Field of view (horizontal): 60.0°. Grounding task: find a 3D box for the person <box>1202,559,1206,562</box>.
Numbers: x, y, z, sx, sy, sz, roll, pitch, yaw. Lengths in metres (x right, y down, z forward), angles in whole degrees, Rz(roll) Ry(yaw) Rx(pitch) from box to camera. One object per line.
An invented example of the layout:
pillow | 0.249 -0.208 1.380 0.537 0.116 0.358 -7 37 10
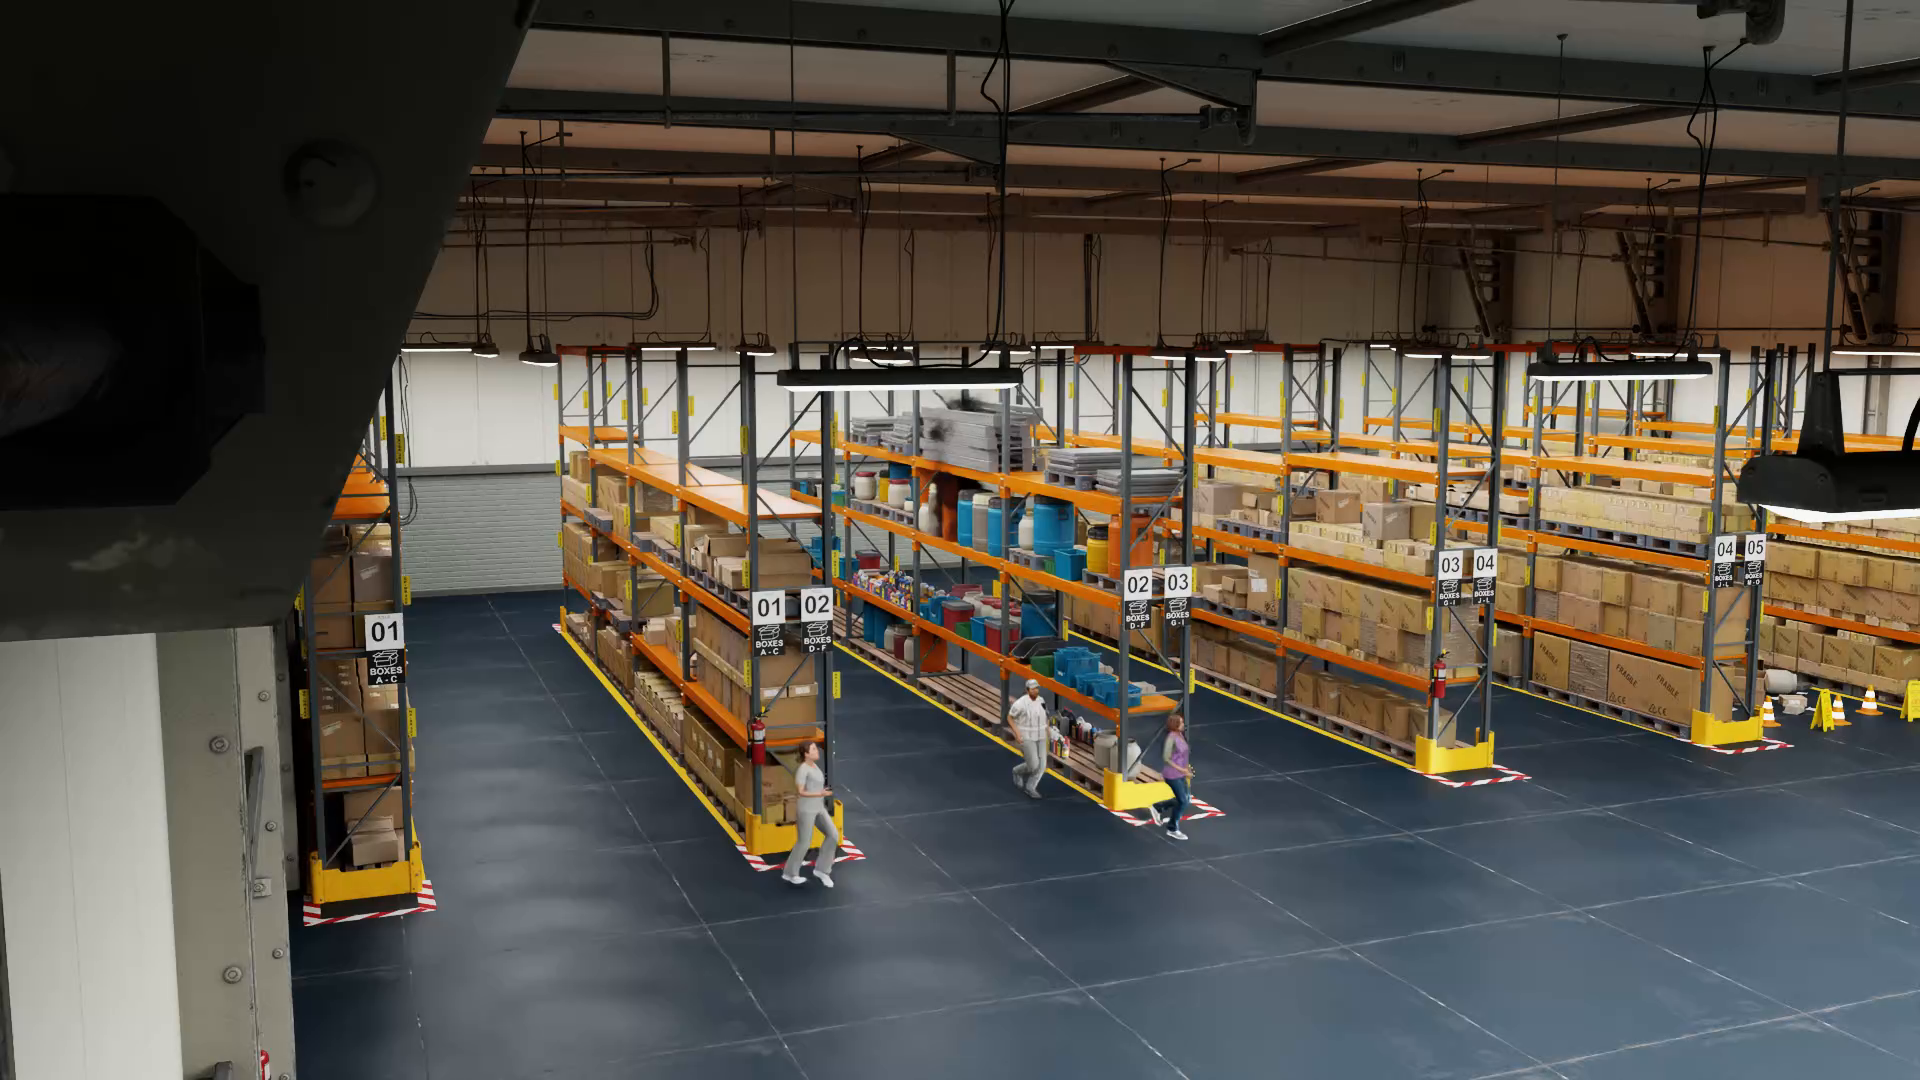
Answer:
person | 5.112 1.193 33.915 0.592 1.734 0.684 -3 8 -24

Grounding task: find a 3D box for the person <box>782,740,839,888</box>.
person | -1.702 3.110 18.914 0.635 1.706 0.571 3 8 20

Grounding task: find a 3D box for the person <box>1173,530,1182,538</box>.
person | 4.983 0.603 38.118 0.650 1.786 0.760 -3 8 -23

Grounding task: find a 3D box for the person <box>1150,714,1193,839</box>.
person | 2.650 2.946 20.764 0.581 1.574 0.598 3 8 20

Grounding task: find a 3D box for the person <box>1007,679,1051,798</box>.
person | 0.982 2.691 22.497 0.607 1.611 0.547 -4 8 -31
